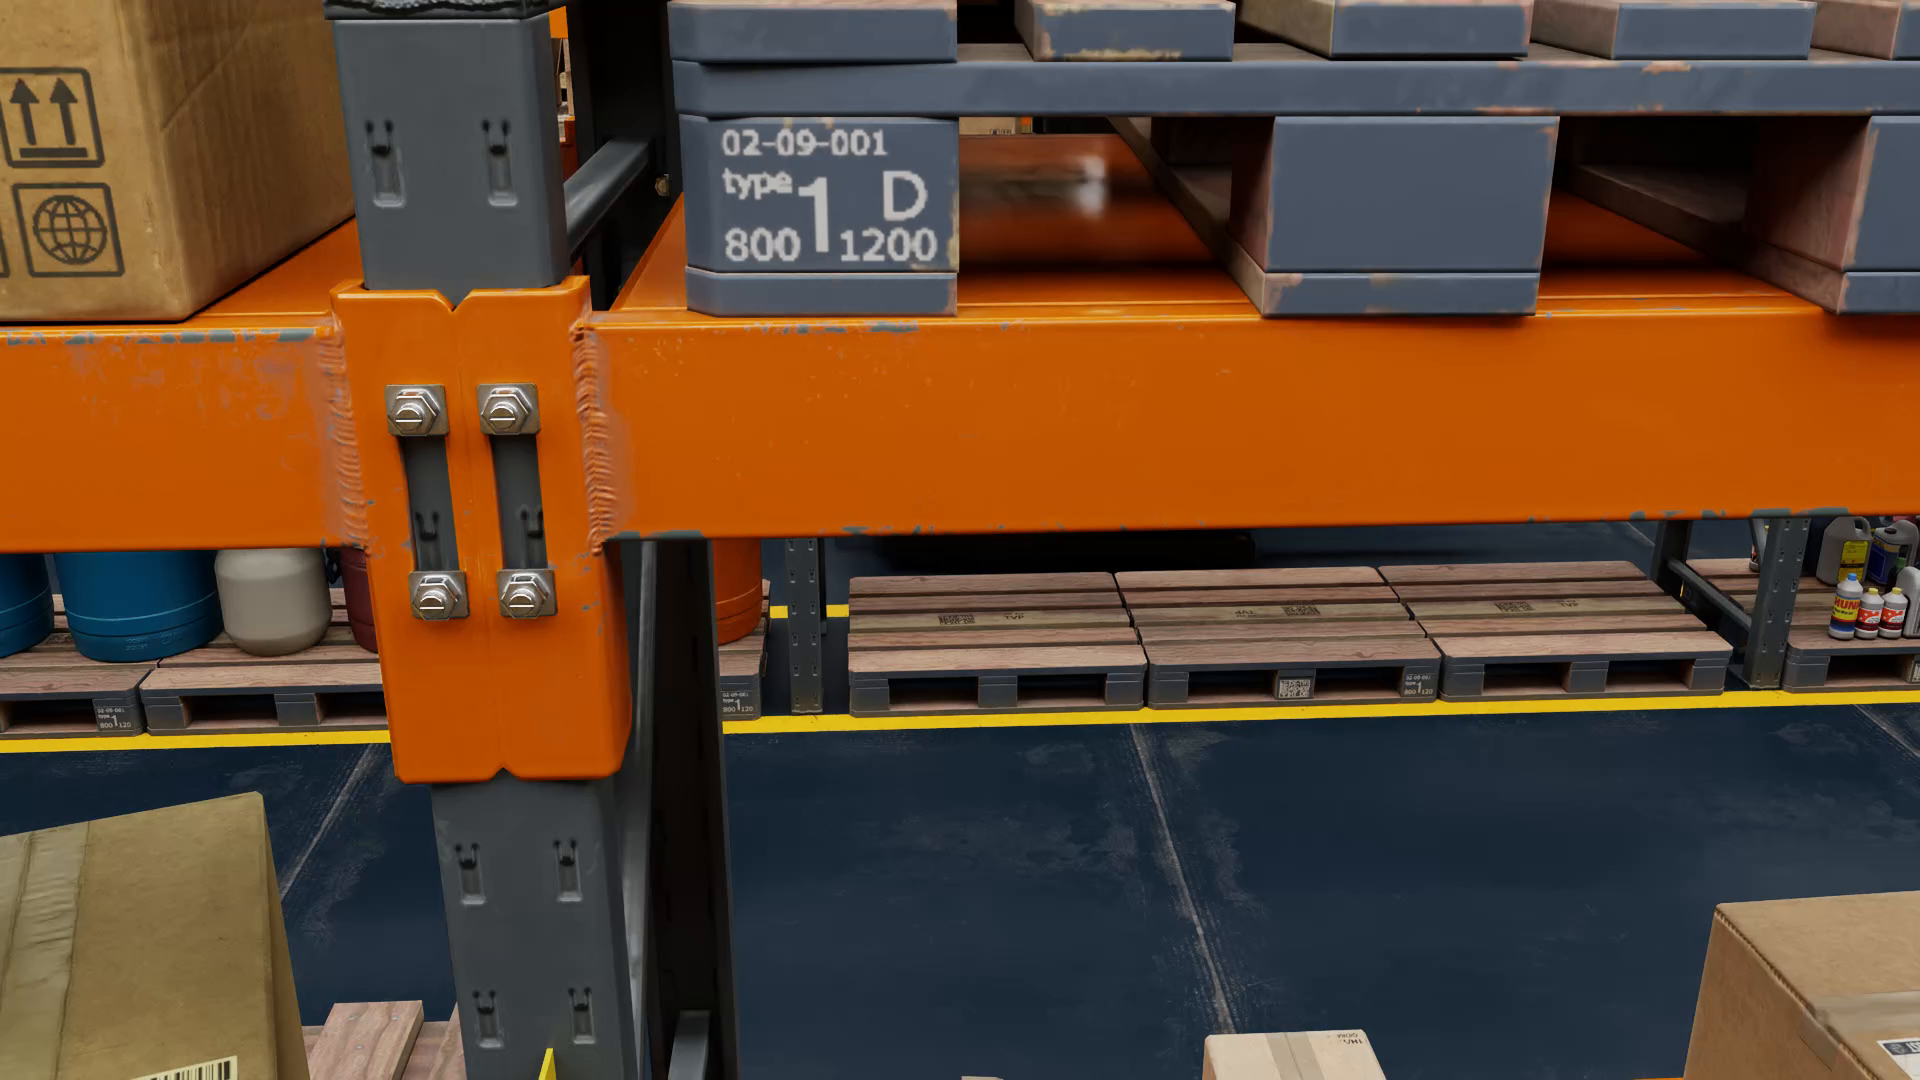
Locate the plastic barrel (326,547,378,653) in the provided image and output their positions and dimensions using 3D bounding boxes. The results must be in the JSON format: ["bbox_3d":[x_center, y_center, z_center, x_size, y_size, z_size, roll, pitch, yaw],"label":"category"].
[{"bbox_3d":[-2.264,0.101,6.938,0.708,0.588,0.600,-1,21,-3],"label":"plastic barrel"}]

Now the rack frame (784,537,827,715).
[{"bbox_3d":[-0.650,-0.868,6.686,0.127,3.000,1.000,-1,21,-3],"label":"rack frame"}]

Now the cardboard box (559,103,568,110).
[{"bbox_3d":[-2.459,-2.738,11.457,0.500,0.500,0.500,-2,21,-4],"label":"cardboard box"}]

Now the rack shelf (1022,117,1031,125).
[{"bbox_3d":[0.882,-4.096,16.175,4.000,0.370,1.077,-1,21,-3],"label":"rack shelf"}]

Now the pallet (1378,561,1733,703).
[{"bbox_3d":[2.562,0.383,7.318,1.213,0.211,1.003,-1,21,-3],"label":"pallet"}]

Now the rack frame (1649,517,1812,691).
[{"bbox_3d":[3.344,-0.950,6.899,0.127,3.000,1.000,-1,21,-3],"label":"rack frame"}]

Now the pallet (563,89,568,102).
[{"bbox_3d":[-3.089,-4.247,15.831,1.213,0.211,1.003,-1,21,-3],"label":"pallet"}]

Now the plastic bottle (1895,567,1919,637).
[{"bbox_3d":[4.008,0.251,6.957,0.135,0.276,0.152,0,21,-1],"label":"plastic bottle"}]

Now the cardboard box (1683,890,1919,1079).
[{"bbox_3d":[1.304,0.805,2.151,0.500,0.500,0.500,-2,21,-6],"label":"cardboard box"}]

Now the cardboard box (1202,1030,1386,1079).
[{"bbox_3d":[0.512,0.892,2.415,0.250,0.149,0.380,-1,21,-3],"label":"cardboard box"}]

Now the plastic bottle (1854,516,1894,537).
[{"bbox_3d":[4.162,-0.037,7.606,0.185,0.351,0.144,-2,21,-6],"label":"plastic bottle"}]

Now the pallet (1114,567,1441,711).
[{"bbox_3d":[1.341,0.409,7.250,1.213,0.211,1.003,-1,21,-3],"label":"pallet"}]

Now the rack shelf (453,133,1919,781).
[{"bbox_3d":[1.626,-0.215,1.765,4.000,0.370,1.077,-1,21,-3],"label":"rack shelf"}]

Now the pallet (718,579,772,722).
[{"bbox_3d":[-1.434,0.466,7.101,1.213,0.211,1.003,-1,21,-3],"label":"pallet"}]

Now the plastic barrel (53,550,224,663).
[{"bbox_3d":[-3.392,-0.022,6.822,0.708,0.901,0.600,-1,21,-3],"label":"plastic barrel"}]

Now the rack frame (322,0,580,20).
[{"bbox_3d":[-0.371,-1.912,0.997,0.127,3.000,1.000,-1,21,-3],"label":"rack frame"}]

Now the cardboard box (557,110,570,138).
[{"bbox_3d":[-2.427,-2.557,10.980,0.500,0.500,0.500,-2,21,-5],"label":"cardboard box"}]

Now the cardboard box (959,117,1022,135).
[{"bbox_3d":[0.156,-2.943,11.404,0.500,0.500,0.700,2,21,5],"label":"cardboard box"}]

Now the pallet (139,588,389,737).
[{"bbox_3d":[-2.649,0.489,7.039,1.213,0.211,1.003,-1,21,-3],"label":"pallet"}]

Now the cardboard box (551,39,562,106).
[{"bbox_3d":[-2.983,-3.106,11.013,0.637,0.503,0.797,0,21,-1],"label":"cardboard box"}]

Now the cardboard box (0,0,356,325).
[{"bbox_3d":[-0.804,-0.536,1.458,0.500,0.500,0.910,-1,21,-3],"label":"cardboard box"}]

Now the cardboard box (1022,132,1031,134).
[{"bbox_3d":[0.371,-3.536,16.264,0.750,0.750,1.050,-1,21,-2],"label":"cardboard box"}]

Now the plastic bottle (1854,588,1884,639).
[{"bbox_3d":[3.789,0.300,6.933,0.097,0.201,0.097,0,21,0],"label":"plastic bottle"}]

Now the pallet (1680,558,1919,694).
[{"bbox_3d":[4.017,0.355,7.393,1.213,0.211,1.003,-1,21,-3],"label":"pallet"}]

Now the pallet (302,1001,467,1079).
[{"bbox_3d":[-1.043,1.020,1.997,1.003,0.211,1.213,-1,21,-3],"label":"pallet"}]

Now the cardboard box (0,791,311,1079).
[{"bbox_3d":[-0.993,0.701,1.833,0.500,0.500,0.700,-8,22,-21],"label":"cardboard box"}]

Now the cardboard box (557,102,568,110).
[{"bbox_3d":[-2.958,-2.729,11.432,0.500,0.500,0.500,-1,21,-3],"label":"cardboard box"}]

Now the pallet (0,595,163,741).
[{"bbox_3d":[-3.870,0.515,6.971,1.213,0.211,1.003,-1,21,-3],"label":"pallet"}]

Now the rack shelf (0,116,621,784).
[{"bbox_3d":[-2.367,-0.134,1.552,4.000,0.370,1.077,-1,21,-3],"label":"rack shelf"}]

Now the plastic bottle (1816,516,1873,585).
[{"bbox_3d":[3.979,0.018,7.461,0.185,0.351,0.144,-1,21,-3],"label":"plastic bottle"}]

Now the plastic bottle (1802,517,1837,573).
[{"bbox_3d":[3.970,-0.033,7.596,0.185,0.351,0.144,-2,21,-4],"label":"plastic bottle"}]

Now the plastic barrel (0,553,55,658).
[{"bbox_3d":[-4.099,-0.008,6.784,0.708,0.901,0.600,-1,21,-3],"label":"plastic barrel"}]

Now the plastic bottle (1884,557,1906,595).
[{"bbox_3d":[4.002,0.209,7.055,0.133,0.283,0.061,-1,21,-3],"label":"plastic bottle"}]

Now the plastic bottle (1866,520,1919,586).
[{"bbox_3d":[4.196,0.050,7.482,0.135,0.276,0.152,-1,21,-3],"label":"plastic bottle"}]

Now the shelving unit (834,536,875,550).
[{"bbox_3d":[-0.538,-0.415,8.447,0.210,0.900,0.258,-1,21,-1],"label":"shelving unit"}]

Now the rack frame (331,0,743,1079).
[{"bbox_3d":[-0.371,0.891,2.064,0.127,3.000,1.000,-1,21,-3],"label":"rack frame"}]

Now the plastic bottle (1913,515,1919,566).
[{"bbox_3d":[4.484,-0.043,7.623,0.185,0.351,0.144,-1,21,-3],"label":"plastic bottle"}]

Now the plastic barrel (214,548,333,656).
[{"bbox_3d":[-2.823,0.180,6.838,0.421,0.512,0.421,0,21,0],"label":"plastic barrel"}]

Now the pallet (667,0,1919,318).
[{"bbox_3d":[0.302,-0.468,1.684,1.003,0.211,1.213,0,21,-1],"label":"pallet"}]

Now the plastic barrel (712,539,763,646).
[{"bbox_3d":[-1.137,-0.034,6.956,0.708,0.830,0.600,-1,21,-3],"label":"plastic barrel"}]

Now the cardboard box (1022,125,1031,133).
[{"bbox_3d":[0.560,-5.155,21.049,0.625,0.372,0.950,0,21,-1],"label":"cardboard box"}]

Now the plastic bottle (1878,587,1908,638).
[{"bbox_3d":[3.890,0.298,6.938,0.097,0.201,0.097,0,21,0],"label":"plastic bottle"}]

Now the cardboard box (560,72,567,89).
[{"bbox_3d":[-3.657,-4.255,15.345,0.250,0.149,0.380,-2,21,-5],"label":"cardboard box"}]

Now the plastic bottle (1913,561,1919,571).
[{"bbox_3d":[4.165,0.163,7.083,0.185,0.351,0.144,-1,21,-3],"label":"plastic bottle"}]

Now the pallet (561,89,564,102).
[{"bbox_3d":[-4.337,-4.185,15.666,1.213,0.211,1.003,-1,21,-3],"label":"pallet"}]

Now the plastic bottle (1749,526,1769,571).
[{"bbox_3d":[3.688,0.034,7.629,0.097,0.201,0.097,0,21,0],"label":"plastic bottle"}]

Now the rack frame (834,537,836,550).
[{"bbox_3d":[-0.640,-0.414,8.444,0.006,0.900,0.240,-1,21,-1],"label":"rack frame"}]

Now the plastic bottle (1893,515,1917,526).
[{"bbox_3d":[4.322,-0.023,7.666,0.133,0.283,0.061,0,21,1],"label":"plastic bottle"}]

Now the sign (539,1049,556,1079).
[{"bbox_3d":[-0.330,0.580,1.367,0.005,0.325,0.100,-1,21,-3],"label":"sign"}]

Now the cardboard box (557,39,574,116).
[{"bbox_3d":[-2.314,-3.122,11.055,0.637,0.503,0.797,-1,21,-2],"label":"cardboard box"}]

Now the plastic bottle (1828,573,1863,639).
[{"bbox_3d":[3.687,0.269,6.915,0.097,0.271,0.097,0,21,0],"label":"plastic bottle"}]

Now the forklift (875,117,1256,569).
[{"bbox_3d":[1.082,-1.414,8.215,3.031,2.935,1.130,-1,21,-1],"label":"forklift"}]

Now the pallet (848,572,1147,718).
[{"bbox_3d":[0.126,0.433,7.187,1.213,0.211,1.003,-1,21,-3],"label":"pallet"}]

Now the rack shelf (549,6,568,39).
[{"bbox_3d":[-2.646,-1.893,6.174,4.000,0.370,1.077,-1,21,-3],"label":"rack shelf"}]

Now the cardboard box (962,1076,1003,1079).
[{"bbox_3d":[-0.005,0.941,2.059,0.500,0.311,0.500,0,21,0],"label":"cardboard box"}]
